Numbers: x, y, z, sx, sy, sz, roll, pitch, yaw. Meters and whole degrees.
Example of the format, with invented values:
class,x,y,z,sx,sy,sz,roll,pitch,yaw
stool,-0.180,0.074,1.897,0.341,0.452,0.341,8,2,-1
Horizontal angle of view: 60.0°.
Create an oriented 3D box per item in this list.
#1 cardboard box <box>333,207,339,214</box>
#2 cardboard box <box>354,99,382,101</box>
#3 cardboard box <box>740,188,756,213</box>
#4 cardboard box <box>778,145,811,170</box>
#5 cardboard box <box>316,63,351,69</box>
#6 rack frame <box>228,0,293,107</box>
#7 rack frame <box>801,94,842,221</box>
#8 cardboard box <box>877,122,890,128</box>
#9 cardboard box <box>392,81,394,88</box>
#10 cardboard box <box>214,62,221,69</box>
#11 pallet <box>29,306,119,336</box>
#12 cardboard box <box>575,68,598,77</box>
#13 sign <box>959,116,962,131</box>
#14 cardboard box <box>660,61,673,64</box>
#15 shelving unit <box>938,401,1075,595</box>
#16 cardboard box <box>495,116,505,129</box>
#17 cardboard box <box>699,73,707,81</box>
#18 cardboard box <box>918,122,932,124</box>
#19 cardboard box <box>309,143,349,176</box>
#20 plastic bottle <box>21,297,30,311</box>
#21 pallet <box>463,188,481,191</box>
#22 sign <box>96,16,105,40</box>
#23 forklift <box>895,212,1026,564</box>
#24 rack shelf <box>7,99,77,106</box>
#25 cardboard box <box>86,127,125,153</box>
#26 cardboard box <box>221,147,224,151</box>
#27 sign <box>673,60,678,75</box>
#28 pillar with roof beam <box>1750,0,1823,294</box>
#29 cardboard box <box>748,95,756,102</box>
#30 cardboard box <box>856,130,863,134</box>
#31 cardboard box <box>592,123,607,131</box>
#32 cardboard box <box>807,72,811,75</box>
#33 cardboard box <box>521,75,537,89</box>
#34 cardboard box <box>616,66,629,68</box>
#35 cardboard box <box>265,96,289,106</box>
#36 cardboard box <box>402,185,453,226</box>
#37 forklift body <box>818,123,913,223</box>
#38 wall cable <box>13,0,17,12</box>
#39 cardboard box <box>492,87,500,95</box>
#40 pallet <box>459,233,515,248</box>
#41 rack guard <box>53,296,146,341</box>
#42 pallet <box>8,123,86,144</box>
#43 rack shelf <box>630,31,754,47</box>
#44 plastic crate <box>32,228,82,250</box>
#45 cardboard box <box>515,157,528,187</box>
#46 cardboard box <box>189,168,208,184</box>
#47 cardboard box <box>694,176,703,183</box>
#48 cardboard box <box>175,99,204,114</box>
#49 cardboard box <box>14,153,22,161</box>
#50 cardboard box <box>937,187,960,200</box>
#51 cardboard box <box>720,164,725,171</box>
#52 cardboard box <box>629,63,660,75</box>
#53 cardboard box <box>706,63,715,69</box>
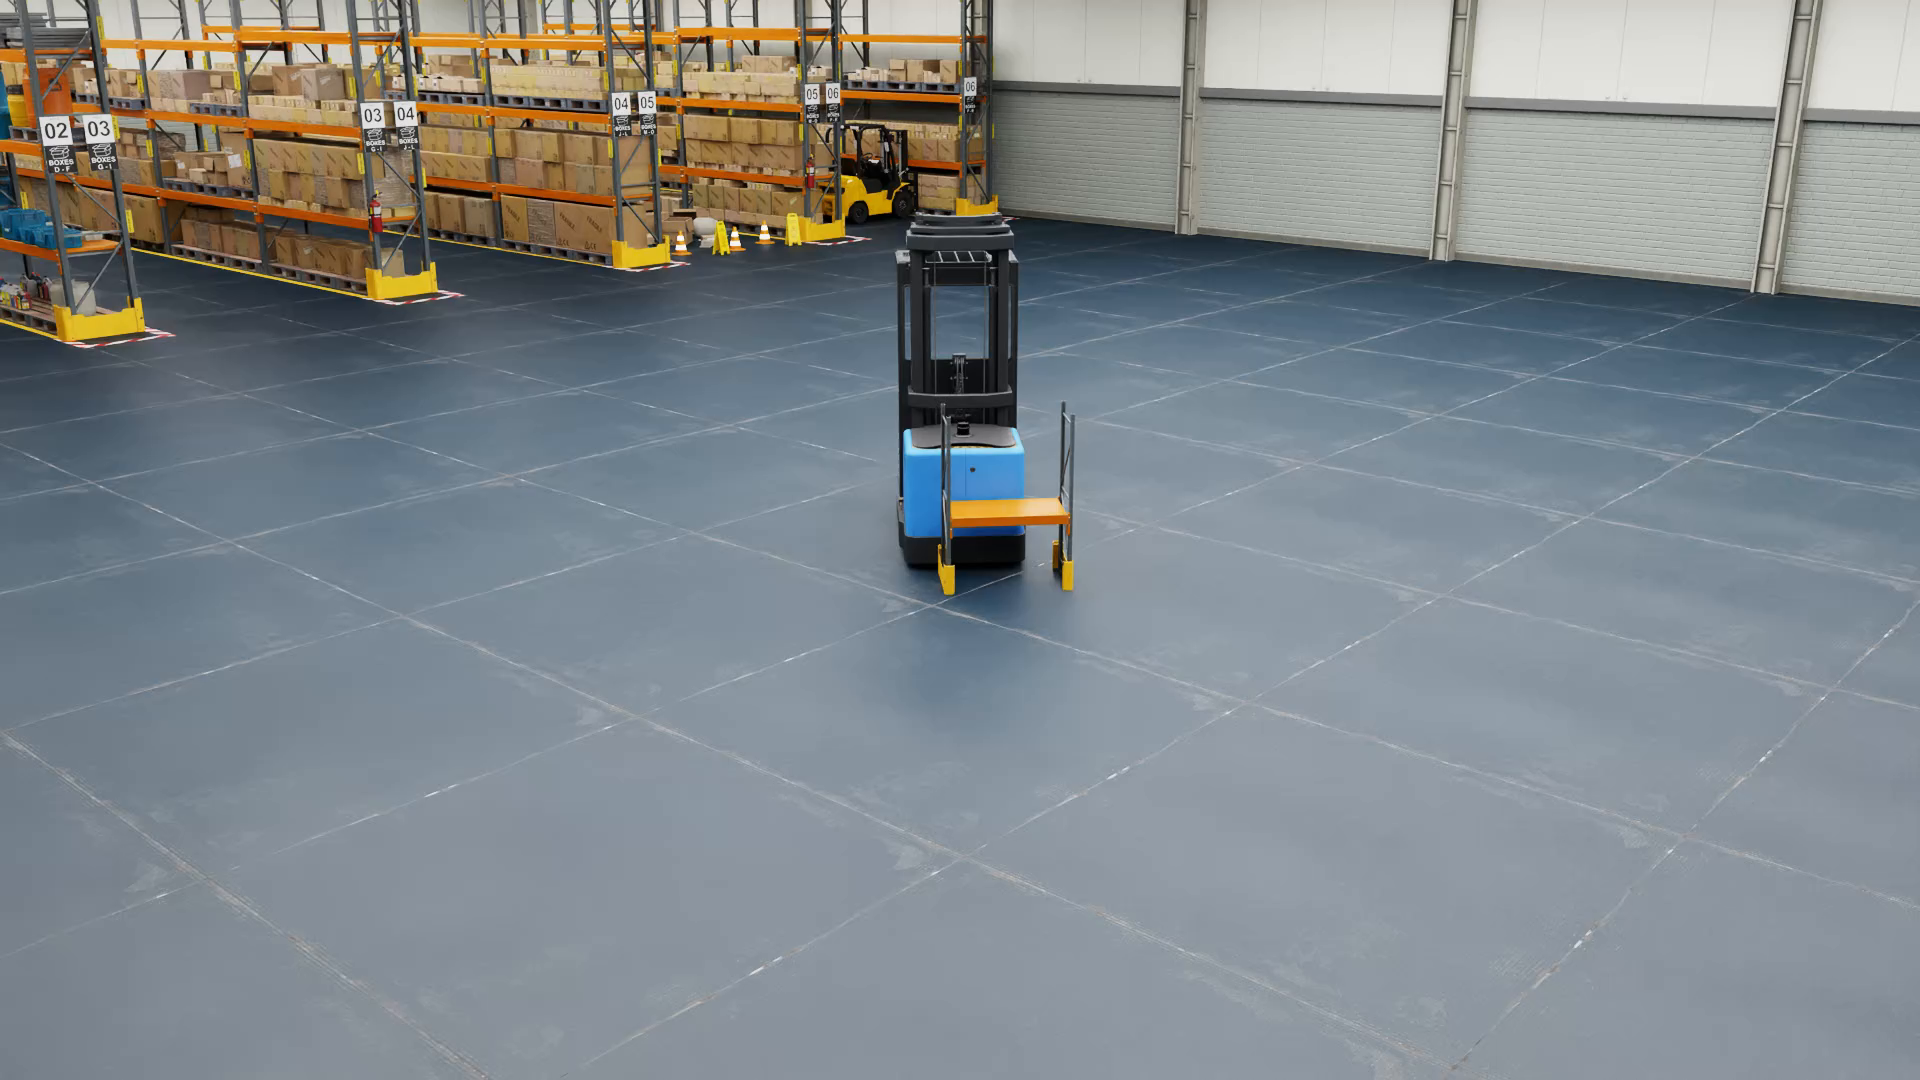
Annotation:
class,x,y,z,sx,sy,sz,roll,pitch,yaw
cardboard box,-10.581,-5.715,28.715,0.250,0.149,0.380,15,23,39
cardboard box,-10.096,-7.446,28.383,0.250,0.149,0.380,16,24,41
cardboard box,-4.447,-7.420,36.284,0.500,0.500,0.500,14,23,38
cardboard box,-3.498,-8.101,35.159,0.500,0.500,0.500,15,23,38
cardboard box,-14.026,-10.473,37.467,0.637,0.503,0.797,15,23,39
rack frame,-12.479,-9.285,29.630,0.127,3.000,1.000,15,23,39
rack frame,-2.909,-7.864,35.072,0.127,3.000,1.000,15,23,39
cardboard box,-1.779,-9.957,39.935,0.250,0.149,0.380,15,23,38
cardboard box,-11.959,-9.785,35.721,0.250,0.149,0.380,14,22,37
cardboard box,-17.995,-11.607,40.668,0.250,0.149,0.380,15,23,39
pallet,-13.467,-3.342,25.430,1.213,0.211,1.003,15,23,39
cardboard box,-6.974,-8.755,31.157,0.250,0.149,0.380,16,23,40
sign,0.012,-9.533,38.024,0.005,0.325,0.100,15,23,39
cardboard box,-7.812,-12.756,44.591,0.250,0.149,0.380,15,23,40
shelving unit,0.379,-0.364,13.917,1.083,1.500,0.587,-2,18,-6
cardboard box,-11.347,-10.549,41.712,0.500,0.500,0.500,15,23,39
cardboard box,-5.477,-10.120,36.317,0.250,0.149,0.380,14,22,38
cardboard box,-0.865,-9.920,39.818,0.250,0.149,0.380,15,23,40
cardboard box,-10.813,-6.543,28.598,0.500,0.500,0.500,15,23,39
plastic bottle,-14.439,-3.647,25.682,0.097,0.201,0.097,0,18,0
pallet,-12.401,-9.115,43.623,1.213,0.211,1.003,15,23,39
sign,-12.406,-7.385,23.990,0.005,0.325,0.100,15,23,39
forklift,-0.036,-1.587,15.407,1.130,2.935,3.031,-1,18,-3
rack shelf,-19.958,-9.520,36.520,4.000,0.370,1.077,15,23,39
cardboard box,-17.979,-8.431,35.034,0.637,0.503,0.797,14,23,38
cardboard box,-18.062,-9.678,41.201,0.250,0.149,0.380,15,23,39
sign,-6.267,-10.405,36.613,0.005,0.325,0.100,15,23,39
pillar with roof beam,11.066,-7.603,24.331,0.400,9.000,9.100,15,23,39
cardboard box,-4.301,-9.446,35.513,0.250,0.149,0.380,14,22,38
cardboard box,-2.350,-9.973,40.478,0.250,0.149,0.380,16,23,41
cardboard box,-8.315,-9.615,39.235,0.500,0.500,0.500,17,24,42
cardboard box,-3.633,-11.501,41.128,0.250,0.149,0.380,15,23,39
cardboard box,-8.175,-8.912,32.309,0.500,0.250,0.500,15,23,39
cardboard box,-9.120,-12.938,45.856,0.500,0.250,0.500,15,23,39
cardboard box,-12.006,-7.741,29.314,0.250,0.149,0.380,15,23,40
cardboard box,-11.707,-7.316,36.368,0.750,0.750,1.050,15,23,39
forklift body,-2.246,-8.552,38.640,1.214,2.155,2.313,15,23,39
wall cable,-23.396,-15.143,42.770,0.120,5.999,2.277,15,23,39
cardboard box,-9.064,-8.935,33.043,0.250,0.149,0.380,15,23,38
pallet,-9.738,-6.336,34.866,1.213,0.211,1.003,15,23,39
rack guard,-12.863,-3.315,24.869,0.348,0.500,1.175,15,23,39
pallet,-13.329,-6.030,24.644,1.213,0.211,1.003,15,23,39
rack shelf,-7.097,-13.322,44.201,4.000,0.370,1.077,15,23,39
plastic crate,-13.348,-4.464,24.602,0.616,0.251,0.499,15,23,39
cardboard box,-8.401,-7.422,33.430,0.550,0.550,0.875,15,23,39
cardboard box,-14.370,-6.969,31.803,0.500,0.250,0.500,14,22,38
cardboard box,-6.820,-9.847,44.756,0.500,0.500,0.500,16,24,42
cardboard box,-14.513,-8.231,31.515,0.500,0.250,0.500,16,23,40
cardboard box,-20.881,-8.645,37.287,0.500,0.250,0.500,15,23,39
cardboard box,-0.189,-8.143,38.975,0.500,0.250,0.500,15,23,39
cardboard box,-5.054,-8.223,36.616,0.250,0.149,0.380,15,23,39
cardboard box,-7.197,-10.752,37.938,0.500,0.250,0.500,16,23,40
cardboard box,-6.413,-12.405,43.518,0.250,0.149,0.380,14,22,37
